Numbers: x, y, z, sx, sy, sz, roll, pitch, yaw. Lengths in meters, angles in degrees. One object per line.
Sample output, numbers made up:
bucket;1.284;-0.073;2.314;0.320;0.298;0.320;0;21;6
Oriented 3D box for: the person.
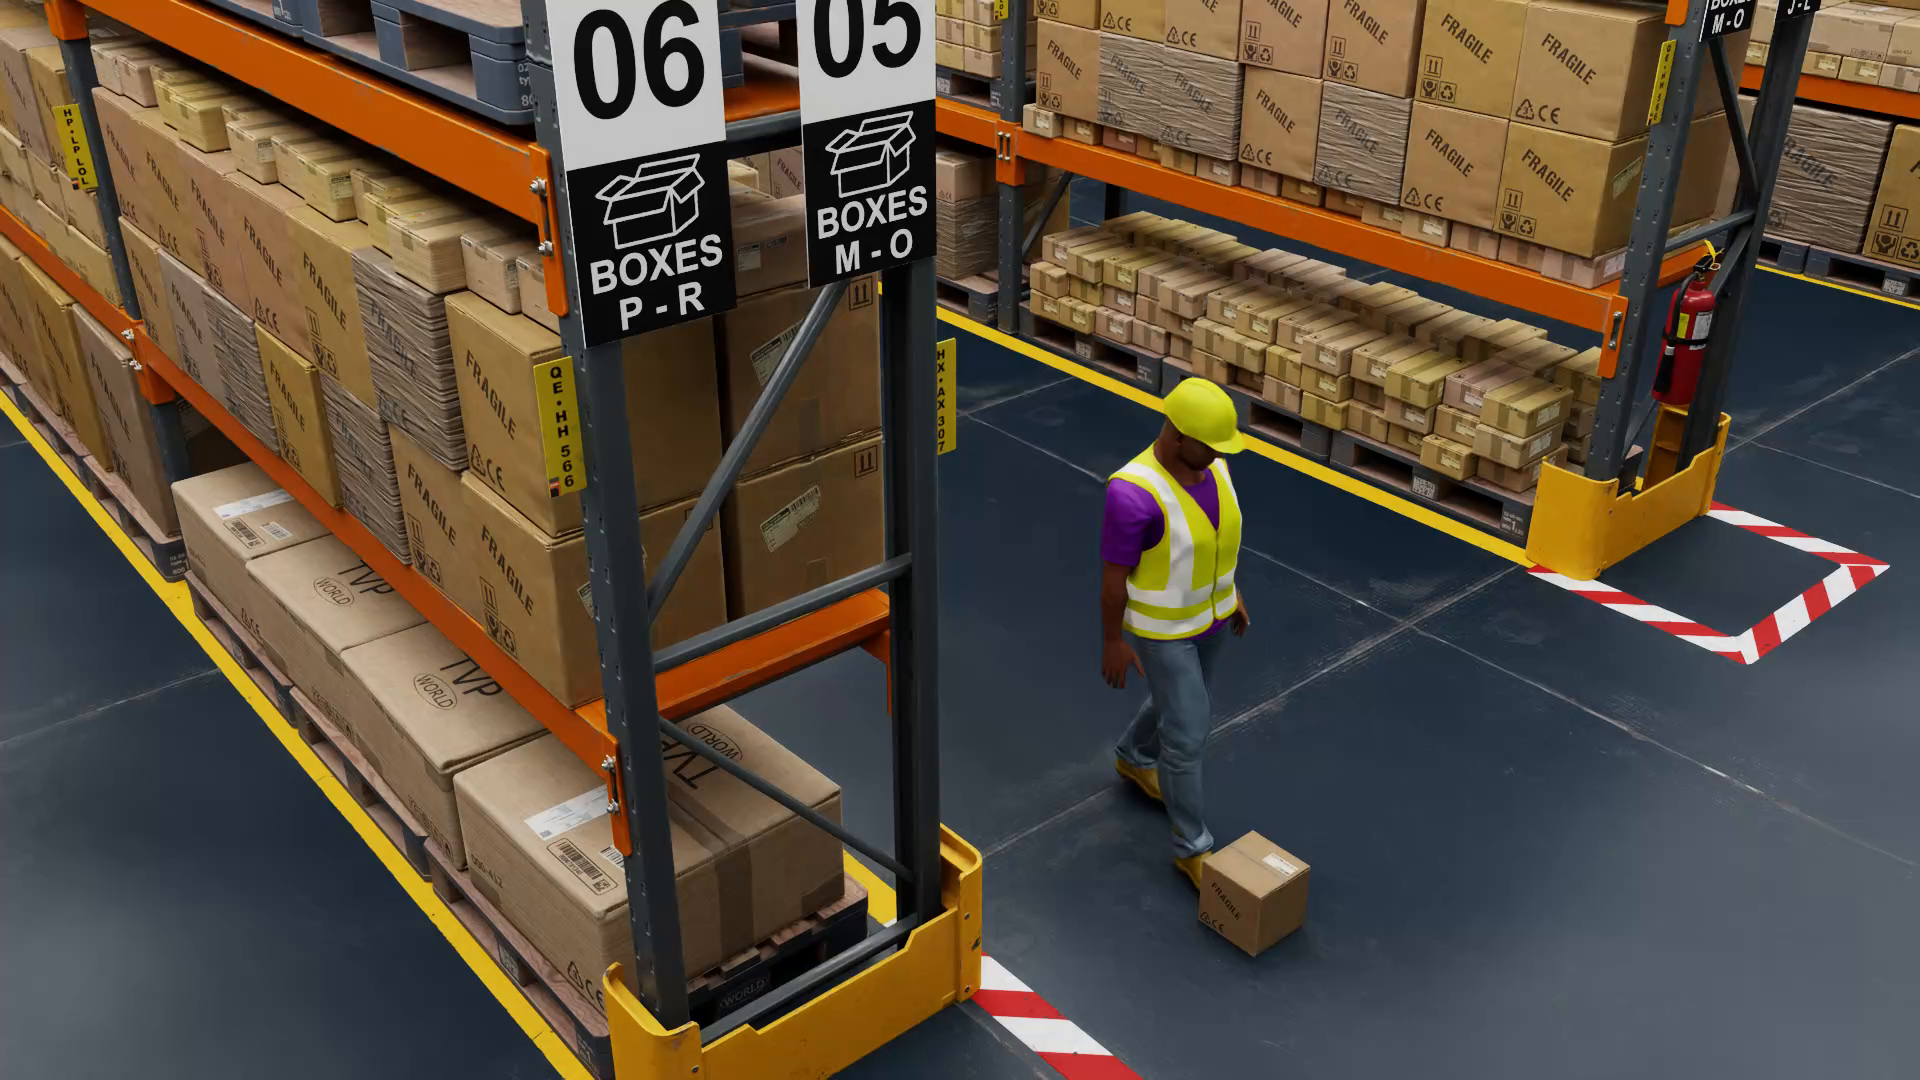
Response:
person;0.790;0.280;5.564;0.618;1.746;0.777;-24;36;-38
